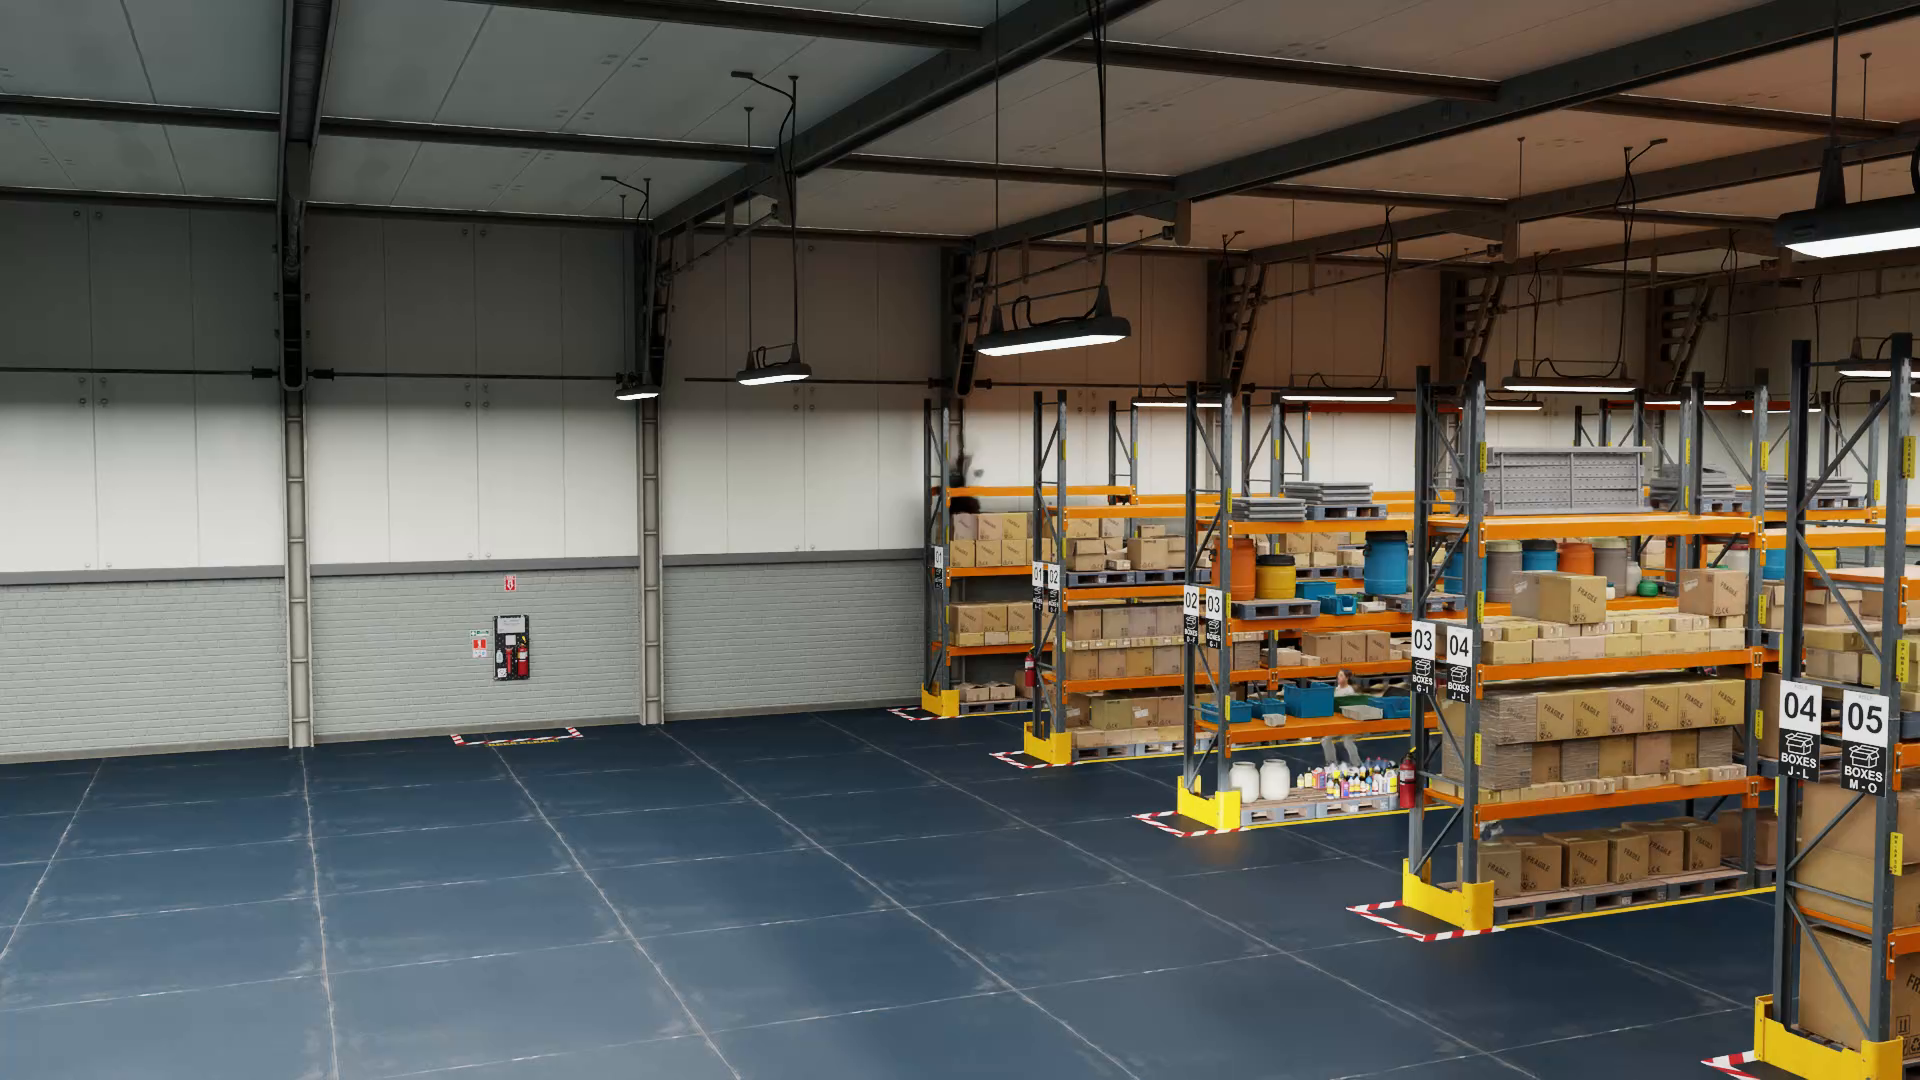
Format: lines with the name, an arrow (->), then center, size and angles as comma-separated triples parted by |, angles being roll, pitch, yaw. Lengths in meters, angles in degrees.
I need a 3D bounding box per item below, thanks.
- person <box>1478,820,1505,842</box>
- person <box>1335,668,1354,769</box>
person -> 6.561, 3.147, 20.861 | 0.869, 1.580, 0.609 | -2, 4, -29
person -> 5.882, 2.824, 25.584 | 0.738, 1.720, 0.531 | -2, 4, -31
